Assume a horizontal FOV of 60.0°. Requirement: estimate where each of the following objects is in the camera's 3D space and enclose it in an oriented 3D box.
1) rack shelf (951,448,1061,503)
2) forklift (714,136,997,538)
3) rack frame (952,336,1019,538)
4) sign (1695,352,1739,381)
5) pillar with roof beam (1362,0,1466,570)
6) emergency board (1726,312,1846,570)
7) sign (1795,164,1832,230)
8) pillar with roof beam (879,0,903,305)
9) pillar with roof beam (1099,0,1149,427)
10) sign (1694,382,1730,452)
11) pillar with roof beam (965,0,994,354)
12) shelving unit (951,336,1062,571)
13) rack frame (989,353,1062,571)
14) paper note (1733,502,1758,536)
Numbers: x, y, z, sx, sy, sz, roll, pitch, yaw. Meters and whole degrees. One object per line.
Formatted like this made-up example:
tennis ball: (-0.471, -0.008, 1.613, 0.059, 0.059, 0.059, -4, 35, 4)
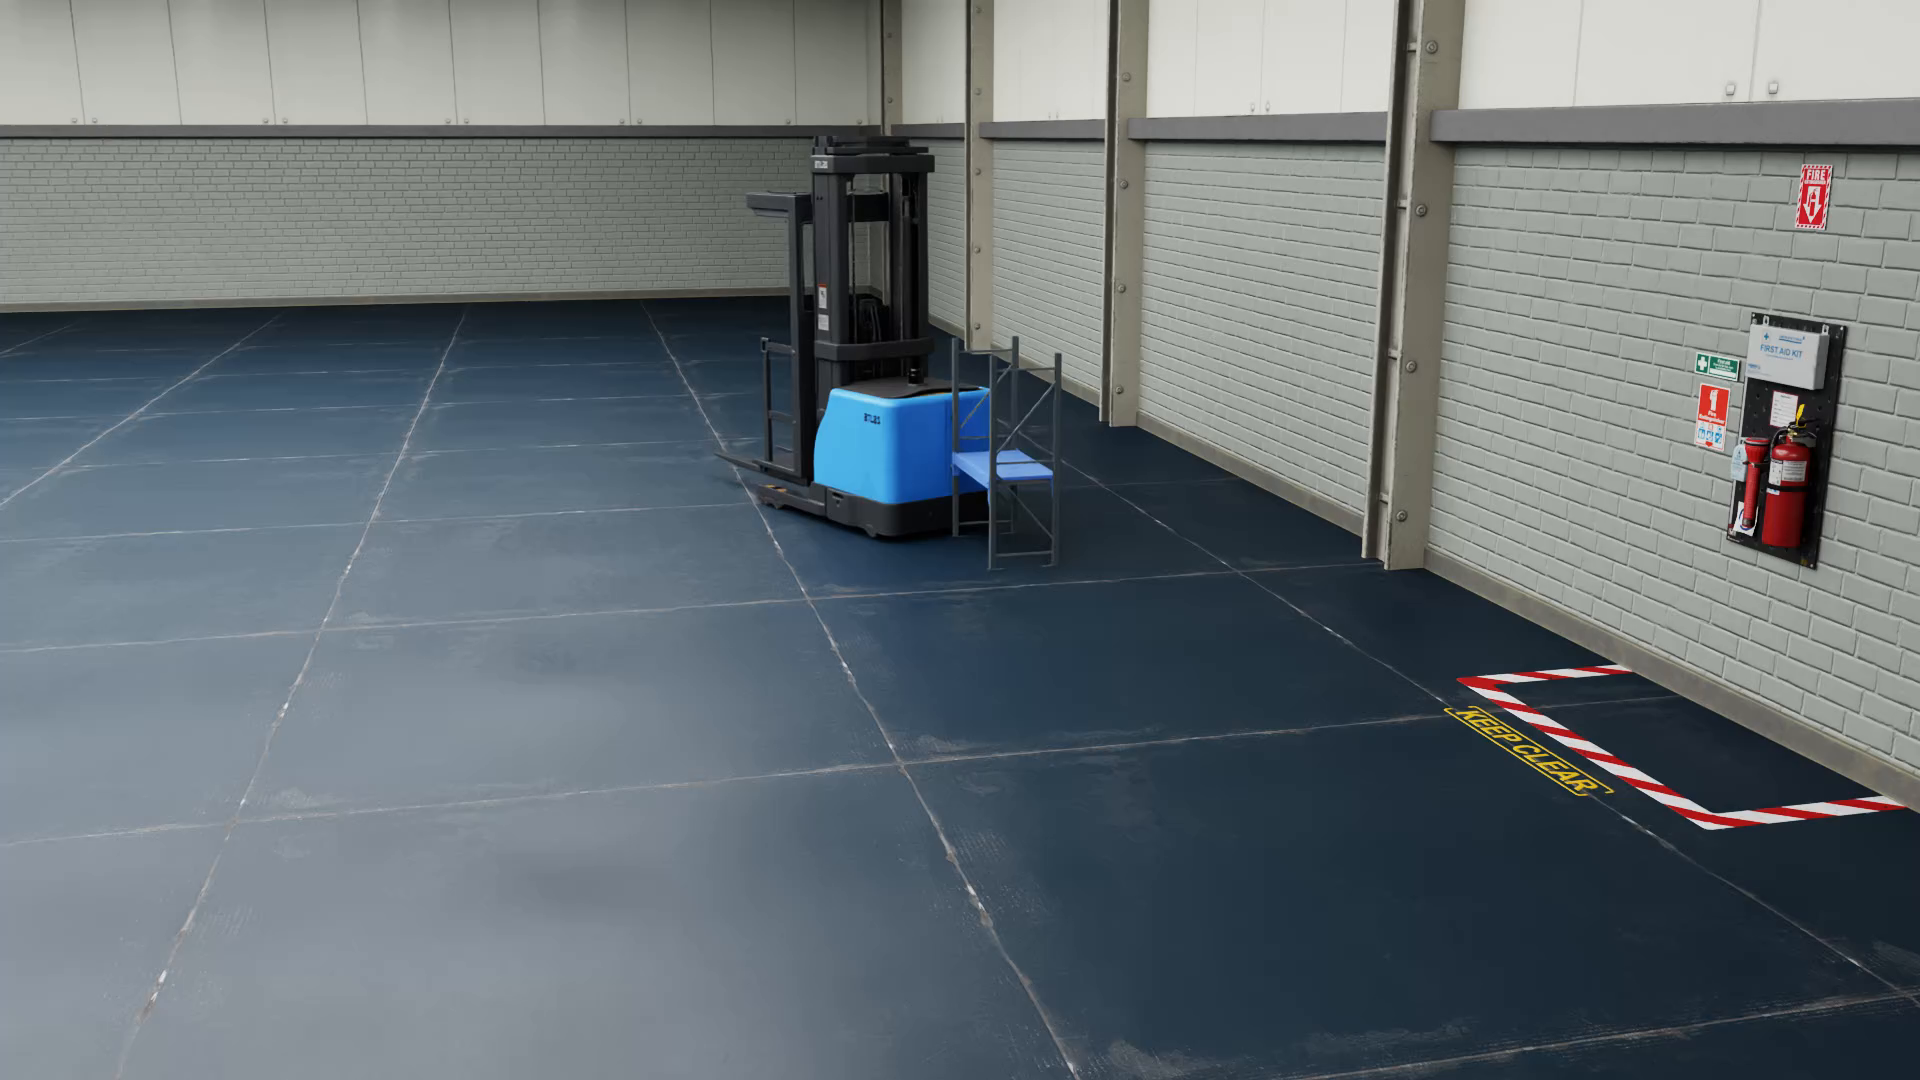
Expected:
rack shelf: (0.316, -0.471, 11.952, 0.538, 0.185, 1.000, -4, 14, -14)
forklift: (-0.998, -1.735, 13.352, 1.130, 2.935, 3.031, -10, 17, -35)
rack frame: (0.186, -0.762, 12.387, 0.500, 1.500, 0.032, -4, 14, -14)
sign: (3.907, -0.897, 8.587, 0.001, 0.109, 0.331, -3, 14, -13)
pillar with roof beam: (-1.106, -3.977, 9.744, 9.100, 9.000, 0.400, -3, 14, -13)
emergency board: (3.944, -0.491, 8.115, 0.194, 1.169, 0.643, -3, 14, -13)
sign: (4.039, -1.624, 7.870, 0.001, 0.298, 0.199, -3, 14, -13)
pillar with roof beam: (-5.334, -8.129, 26.741, 9.100, 9.000, 0.400, -3, 14, -13)
pillar with roof beam: (-2.516, -5.361, 15.410, 9.100, 9.000, 0.400, -3, 14, -13)
sign: (3.914, -0.641, 8.657, 0.001, 0.329, 0.234, -3, 14, -13)
pillar with roof beam: (-3.925, -6.745, 21.075, 9.100, 9.000, 0.400, -3, 14, -13)
shelving unit: (0.316, -0.646, 11.910, 0.538, 1.500, 1.048, -4, 14, -14)
rack frame: (0.446, -0.529, 11.432, 0.500, 1.500, 0.032, -4, 14, -14)
paper note: (3.970, -0.107, 8.403, 0.016, 0.148, 0.142, -3, 14, -13)
